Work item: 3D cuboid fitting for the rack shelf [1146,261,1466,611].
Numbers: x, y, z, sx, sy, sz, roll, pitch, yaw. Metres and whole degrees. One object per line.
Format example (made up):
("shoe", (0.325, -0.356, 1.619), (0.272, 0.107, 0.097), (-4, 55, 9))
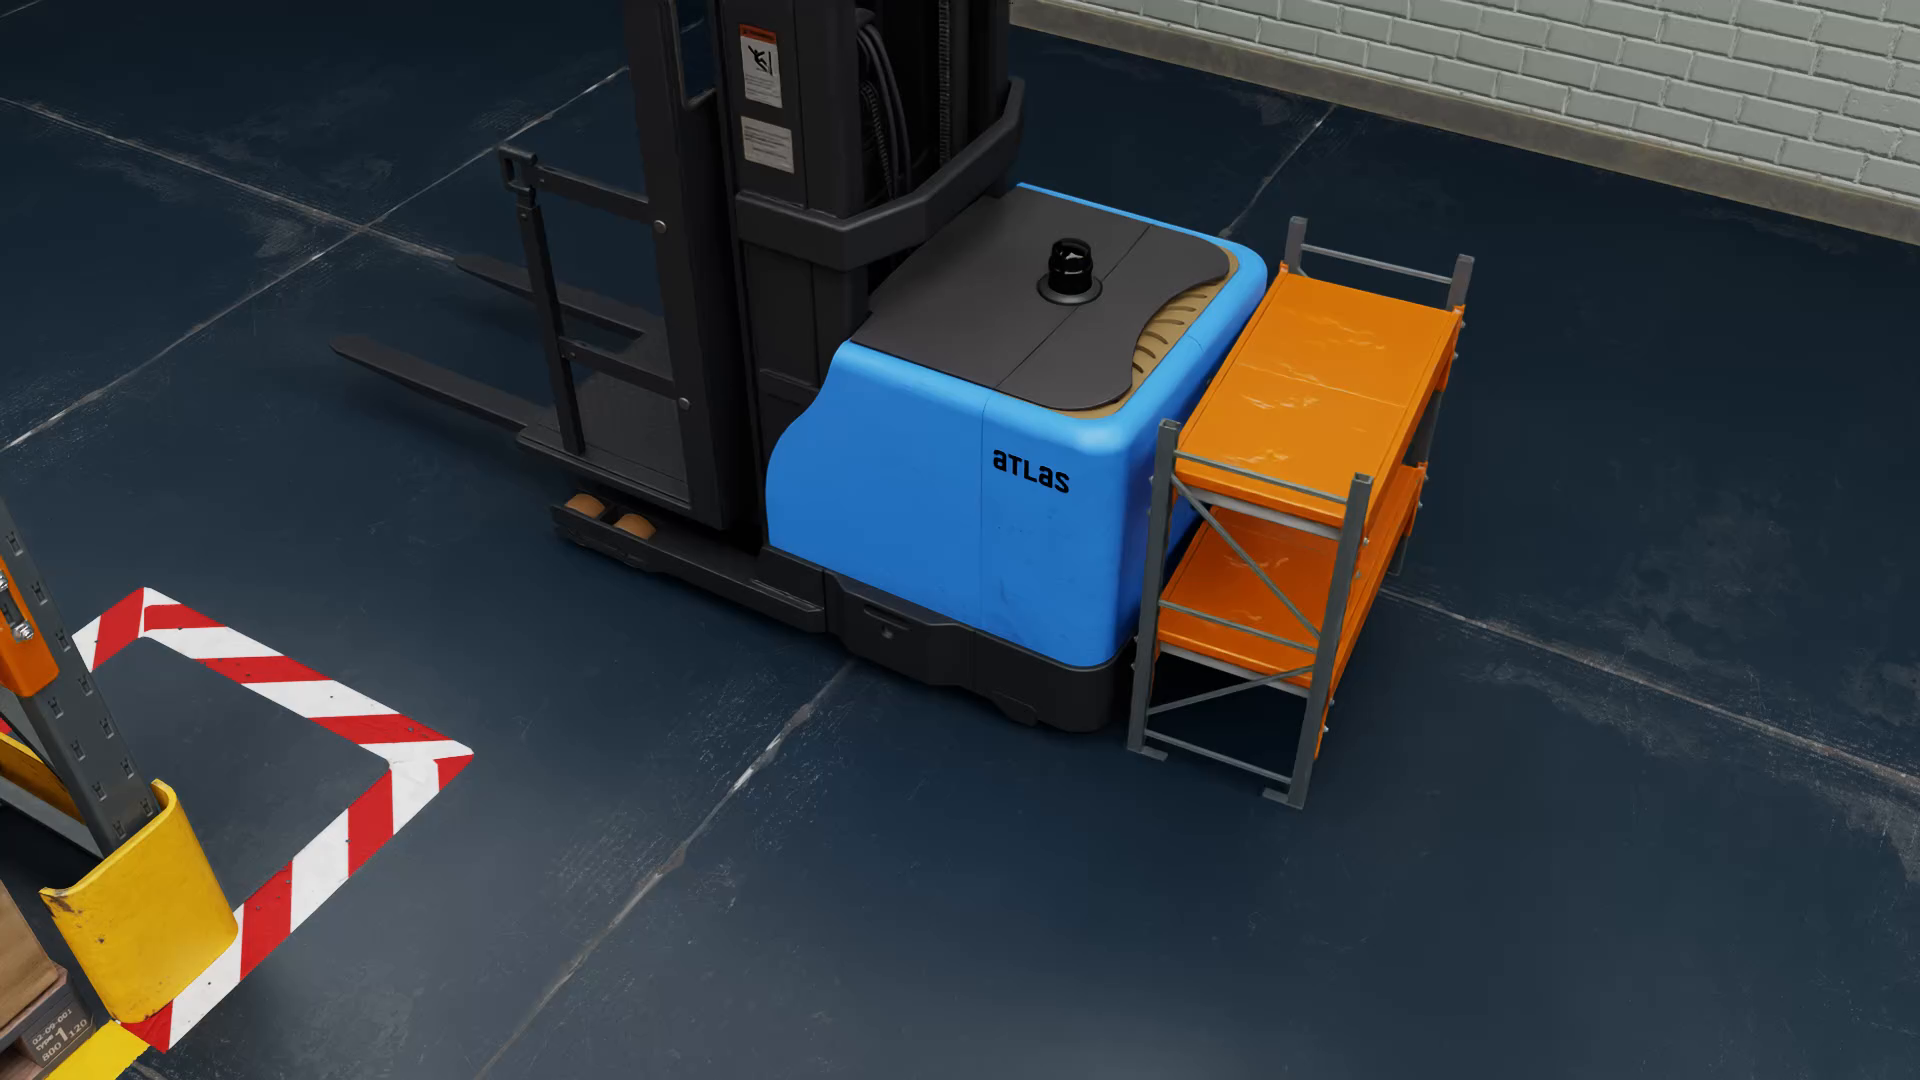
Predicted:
("rack shelf", (0.911, -0.304, 4.301), (0.538, 0.278, 1.000), (18, 44, 19))

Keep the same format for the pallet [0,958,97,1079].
("pallet", (-2.763, 1.250, 3.671), (1.003, 0.211, 1.213), (21, 45, 22))

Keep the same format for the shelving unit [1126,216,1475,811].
("shelving unit", (0.911, -0.085, 4.495), (0.538, 1.125, 1.048), (18, 44, 19))

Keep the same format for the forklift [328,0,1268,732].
("forklift", (-0.682, -1.295, 4.502), (3.031, 2.935, 1.130), (21, 45, 22))

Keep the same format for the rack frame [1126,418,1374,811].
("rack frame", (0.692, 0.219, 4.151), (0.500, 1.125, 0.032), (18, 44, 19))

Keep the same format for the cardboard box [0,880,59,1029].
("cardboard box", (-2.385, 0.869, 3.552), (0.500, 0.500, 0.500), (21, 45, 22))

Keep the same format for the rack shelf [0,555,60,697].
("rack shelf", (-3.327, 1.118, 2.256), (1.077, 0.370, 4.000), (21, 45, 22))

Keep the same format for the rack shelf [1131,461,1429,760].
("rack shelf", (0.911, 0.099, 4.656), (0.538, 0.278, 1.000), (18, 44, 19))

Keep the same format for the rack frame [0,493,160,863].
("rack frame", (-2.327, -0.297, 3.317), (1.000, 3.000, 0.127), (21, 45, 22))

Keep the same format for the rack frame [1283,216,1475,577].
("rack frame", (1.131, -0.388, 4.839), (0.500, 1.125, 0.032), (18, 44, 19))

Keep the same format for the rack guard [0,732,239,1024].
("rack guard", (-2.365, 0.685, 4.094), (1.175, 0.500, 0.348), (21, 45, 22))
